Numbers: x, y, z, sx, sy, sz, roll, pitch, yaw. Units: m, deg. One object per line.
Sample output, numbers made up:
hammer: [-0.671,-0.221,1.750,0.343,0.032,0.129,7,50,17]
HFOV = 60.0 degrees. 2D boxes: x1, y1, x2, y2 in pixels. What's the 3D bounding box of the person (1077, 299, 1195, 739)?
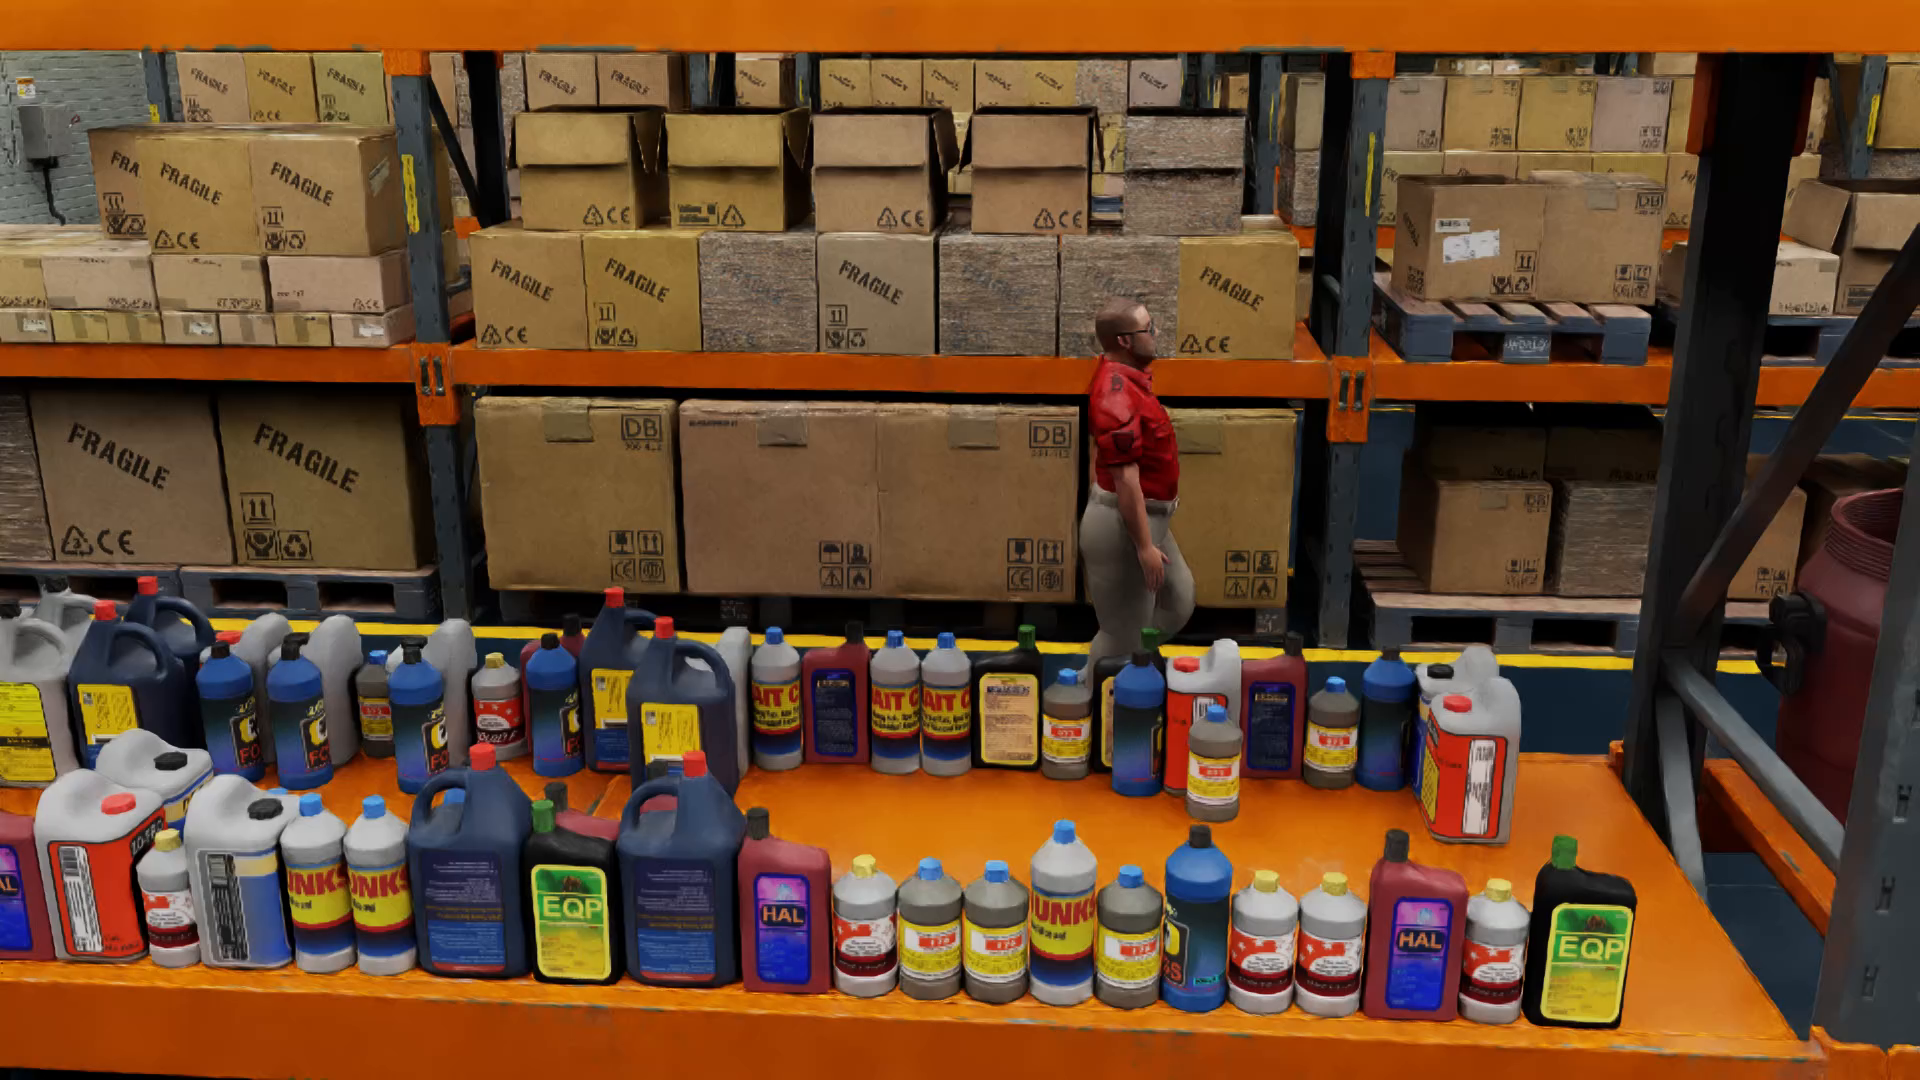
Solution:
person: [0.653,-0.017,6.112,0.444,1.743,0.531,2,18,8]
